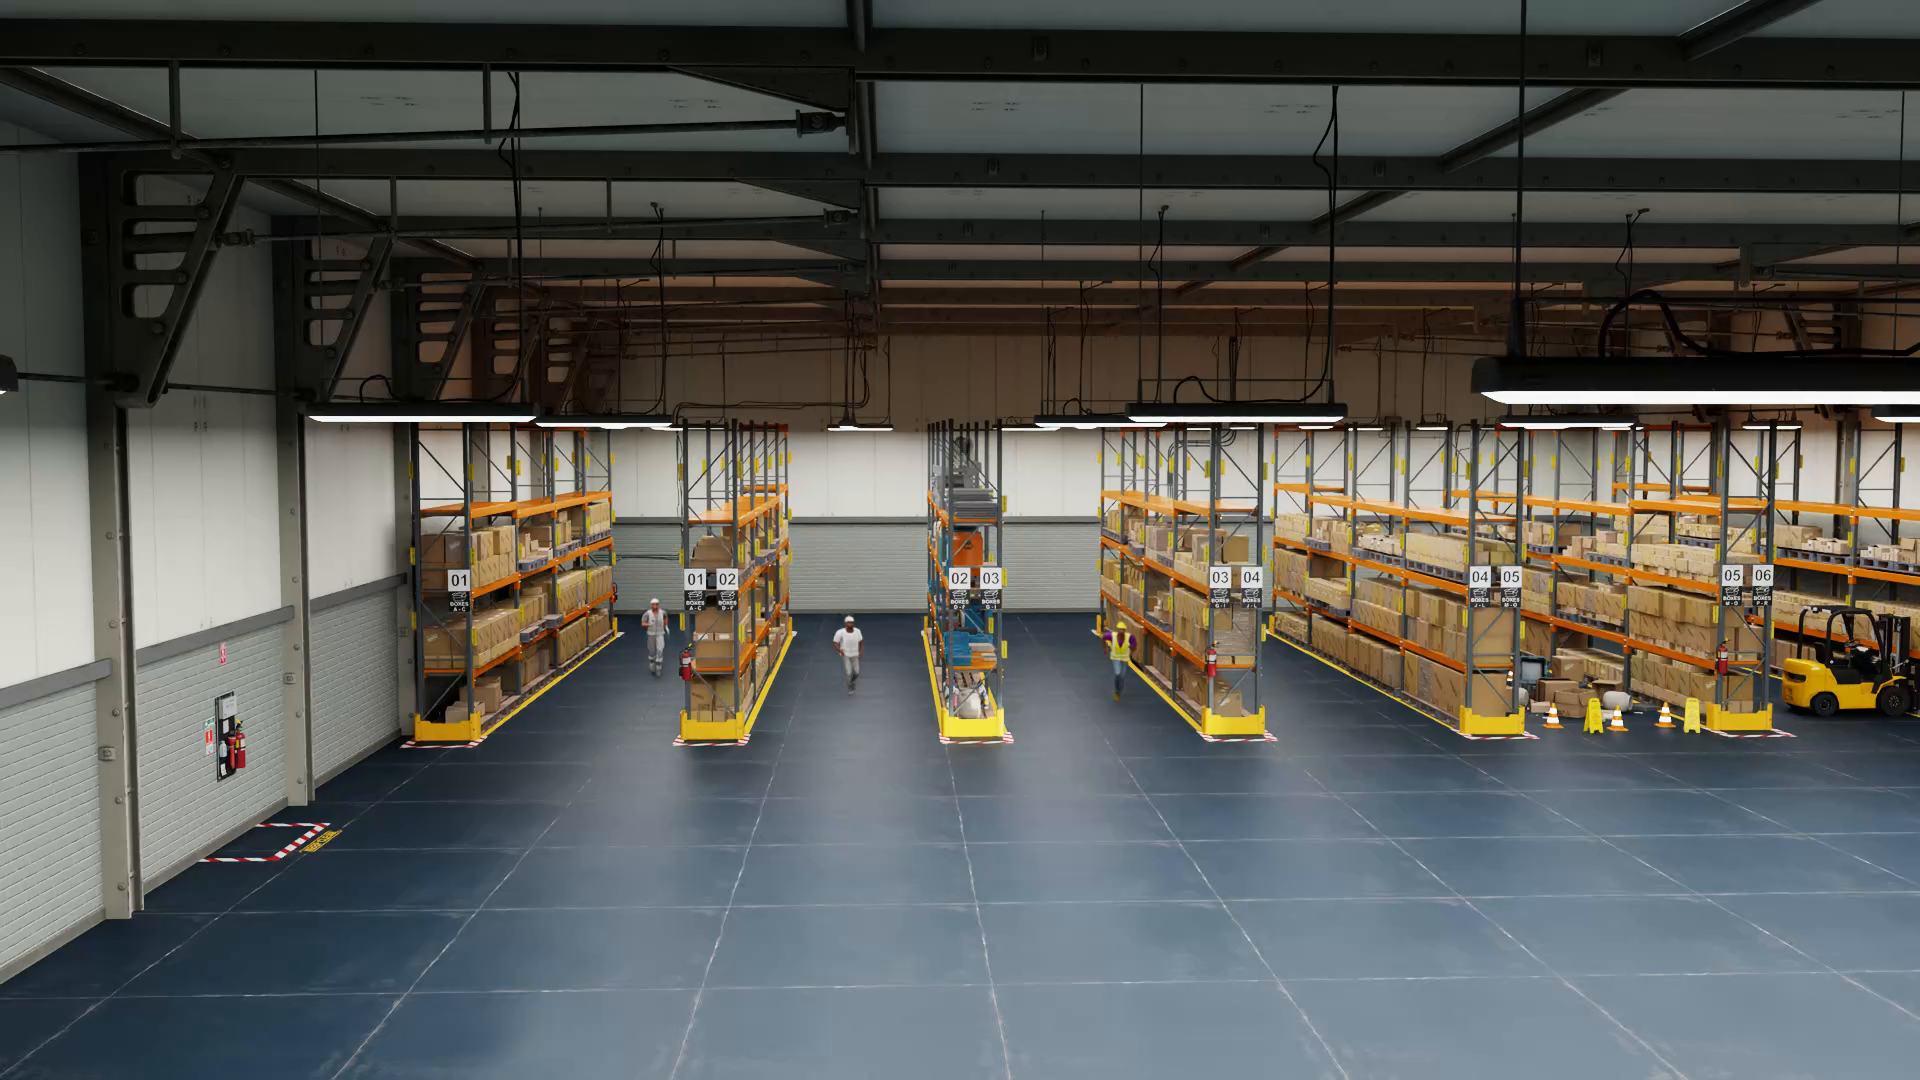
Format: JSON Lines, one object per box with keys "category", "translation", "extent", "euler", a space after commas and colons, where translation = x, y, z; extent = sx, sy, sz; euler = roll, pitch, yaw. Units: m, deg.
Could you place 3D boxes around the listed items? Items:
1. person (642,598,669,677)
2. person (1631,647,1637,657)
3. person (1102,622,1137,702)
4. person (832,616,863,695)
{"category": "person", "translation": [-7.214, 2.285, 39.395], "extent": [0.652, 1.825, 0.905], "euler": [-1, 4, -14]}
{"category": "person", "translation": [16.454, 2.260, 40.256], "extent": [0.725, 1.798, 0.950], "euler": [0, 4, -1]}
{"category": "person", "translation": [3.408, 2.586, 35.486], "extent": [0.684, 1.715, 0.917], "euler": [0, 4, -7]}
{"category": "person", "translation": [-2.440, 2.526, 36.429], "extent": [0.704, 1.725, 0.582], "euler": [-1, 4, -18]}
